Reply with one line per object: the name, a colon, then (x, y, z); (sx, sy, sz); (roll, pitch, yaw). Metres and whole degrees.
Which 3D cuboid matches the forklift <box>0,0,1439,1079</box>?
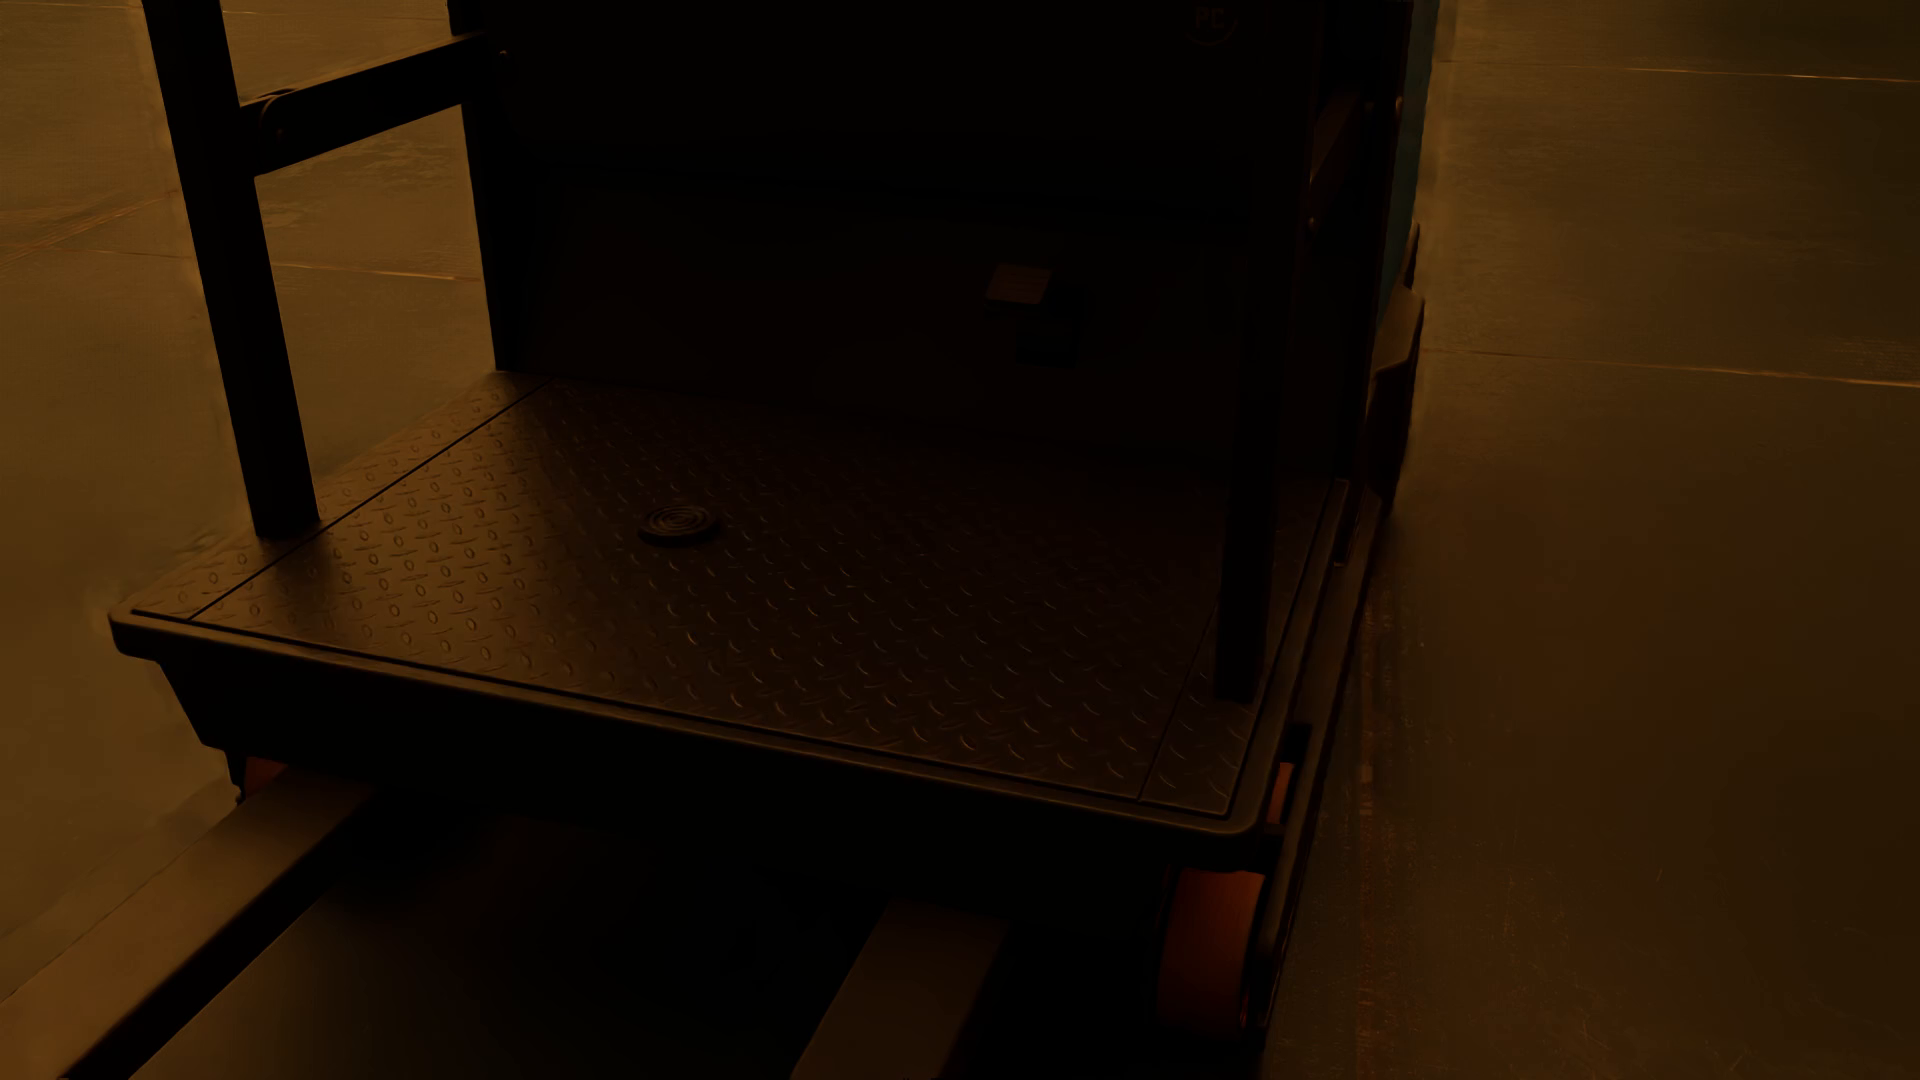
forklift: (-0.146, -1.043, 1.313); (1.130, 2.935, 3.031); (8, 28, 16)
